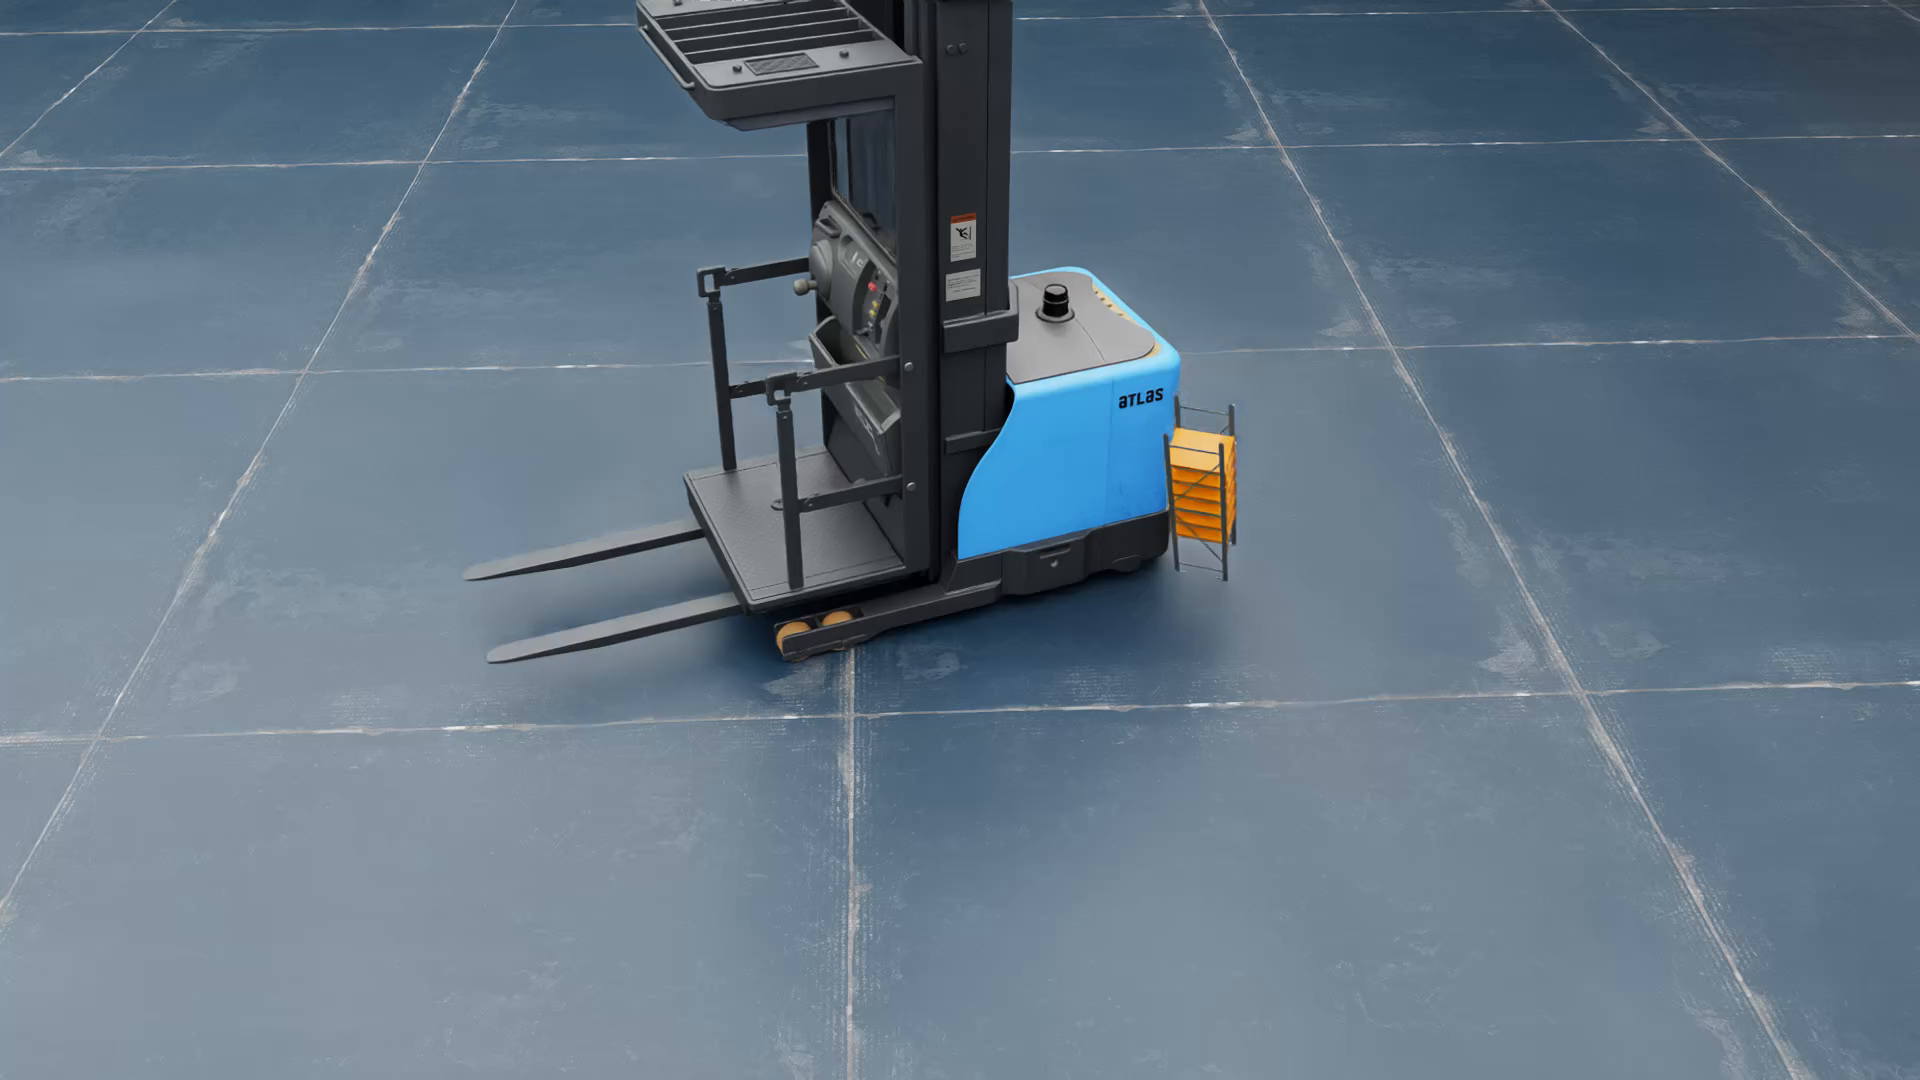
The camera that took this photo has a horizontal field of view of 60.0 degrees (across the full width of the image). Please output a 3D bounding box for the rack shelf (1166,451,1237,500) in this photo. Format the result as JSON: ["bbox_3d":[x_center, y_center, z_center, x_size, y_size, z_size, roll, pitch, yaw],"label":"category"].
[{"bbox_3d":[0.995,-0.286,6.855,0.258,0.103,0.180,11,65,15],"label":"rack shelf"}]

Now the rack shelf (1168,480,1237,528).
[{"bbox_3d":[1.032,-0.176,7.064,0.258,0.103,0.180,11,65,15],"label":"rack shelf"}]

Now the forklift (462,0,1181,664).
[{"bbox_3d":[-0.619,-1.036,6.671,3.031,2.935,1.130,-13,37,-18],"label":"forklift"}]

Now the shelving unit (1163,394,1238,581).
[{"bbox_3d":[1.025,-0.196,7.025,0.258,1.200,0.189,11,65,15],"label":"shelving unit"}]

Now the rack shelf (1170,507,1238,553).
[{"bbox_3d":[1.069,-0.065,7.274,0.258,0.103,0.180,11,65,15],"label":"rack shelf"}]

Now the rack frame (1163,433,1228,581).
[{"bbox_3d":[0.999,-0.117,6.988,0.240,1.200,0.006,11,65,15],"label":"rack frame"}]

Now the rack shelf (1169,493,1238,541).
[{"bbox_3d":[1.050,-0.120,7.169,0.258,0.103,0.180,11,65,15],"label":"rack shelf"}]

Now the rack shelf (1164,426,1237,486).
[{"bbox_3d":[0.976,-0.341,6.750,0.258,0.103,0.180,11,65,15],"label":"rack shelf"}]

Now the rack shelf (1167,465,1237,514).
[{"bbox_3d":[1.013,-0.231,6.959,0.258,0.103,0.180,11,65,15],"label":"rack shelf"}]

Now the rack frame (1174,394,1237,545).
[{"bbox_3d":[1.050,-0.276,7.063,0.240,1.200,0.006,11,65,15],"label":"rack frame"}]
